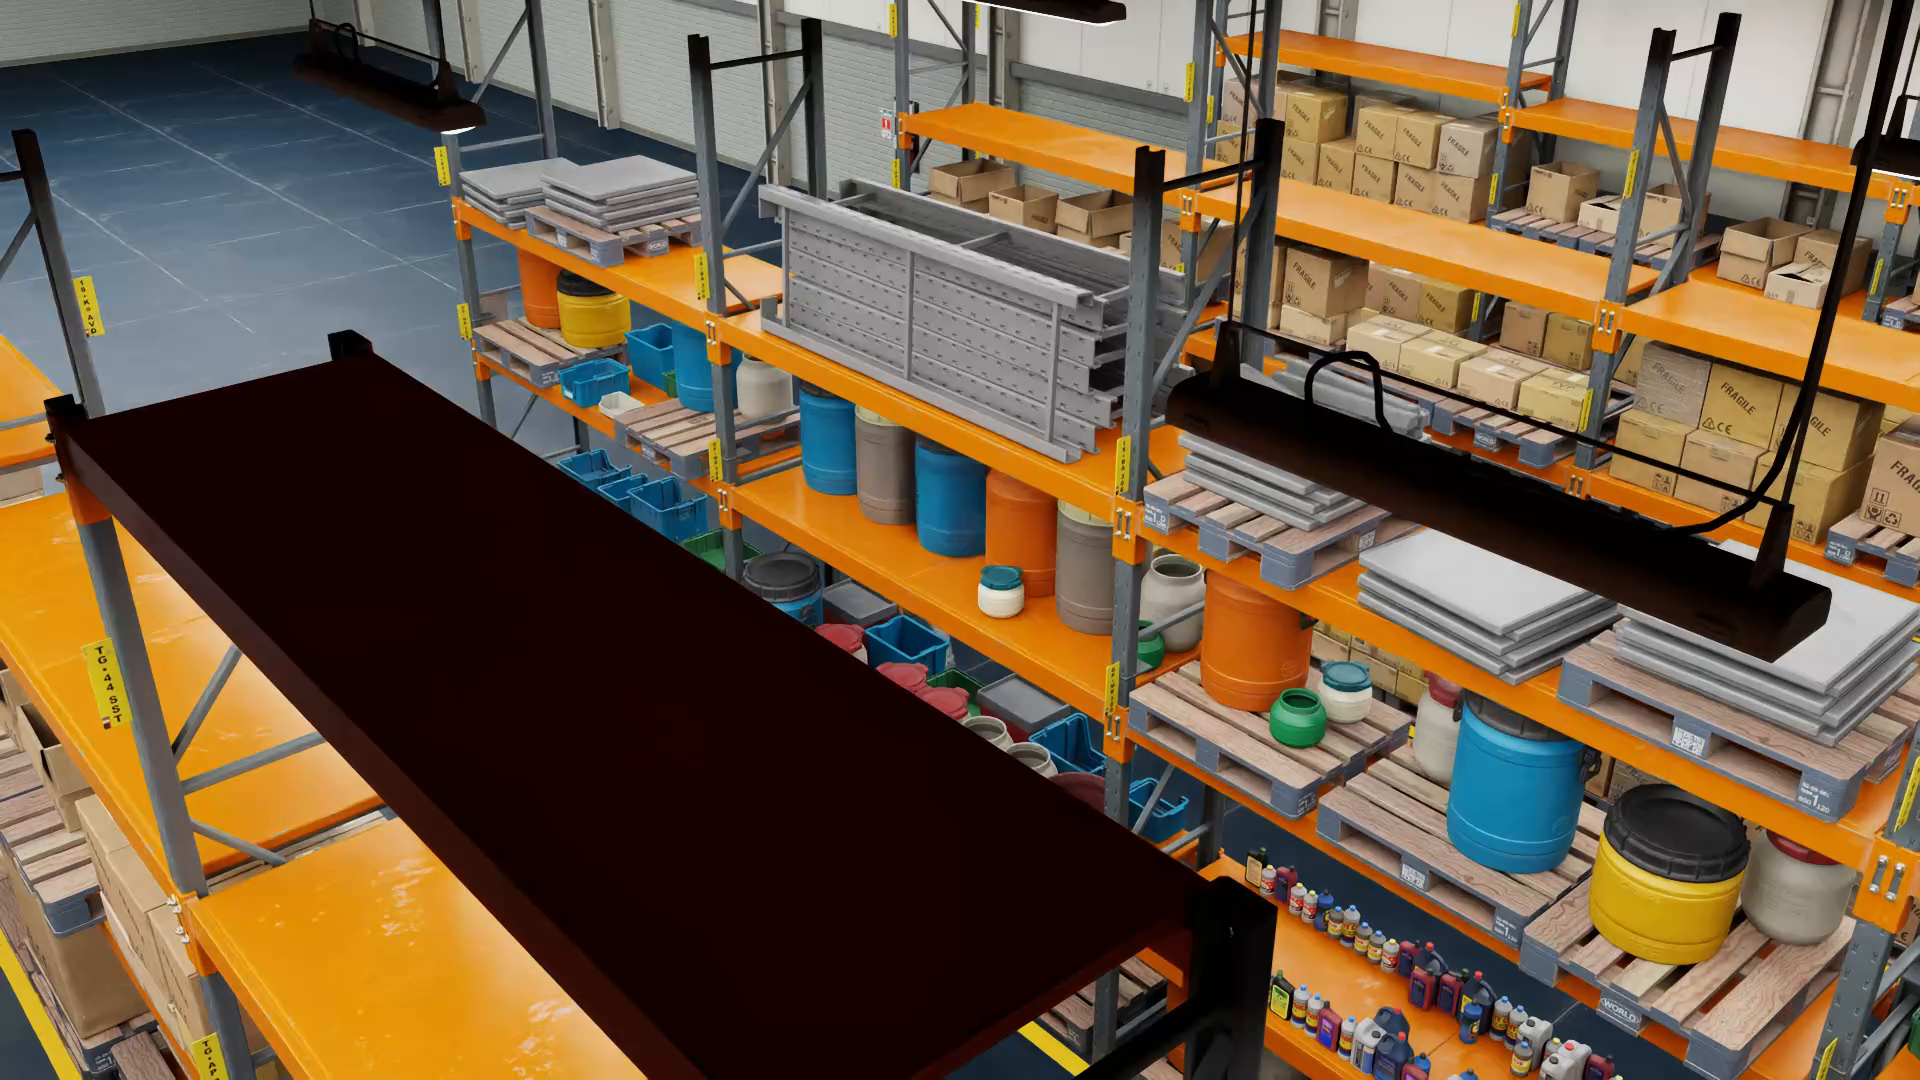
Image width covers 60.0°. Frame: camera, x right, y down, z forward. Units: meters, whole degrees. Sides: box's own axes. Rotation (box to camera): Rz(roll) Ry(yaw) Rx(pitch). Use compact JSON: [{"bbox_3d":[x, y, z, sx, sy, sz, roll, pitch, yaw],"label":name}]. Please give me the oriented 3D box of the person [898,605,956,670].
[{"bbox_3d":[-0.375,0.396,14.887,0.619,1.750,0.834,-21,34,-35],"label":"person"}]
